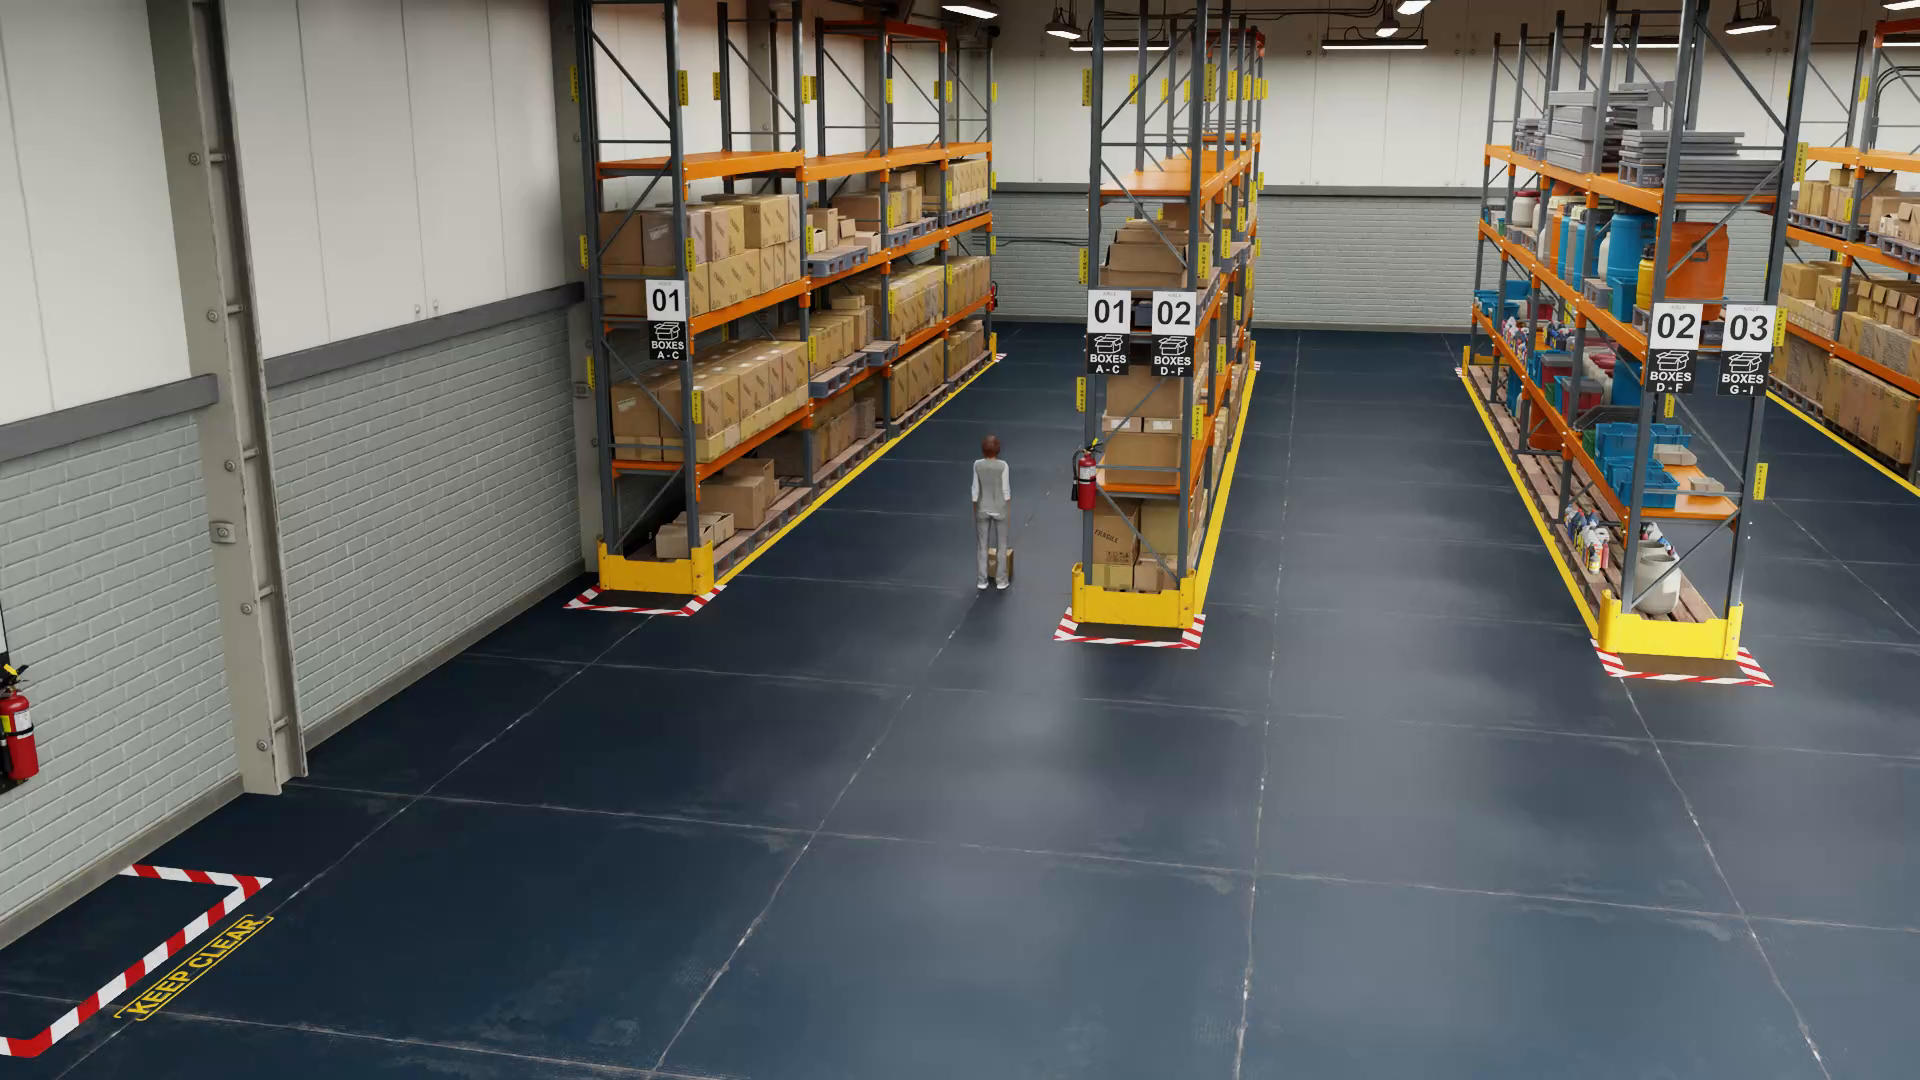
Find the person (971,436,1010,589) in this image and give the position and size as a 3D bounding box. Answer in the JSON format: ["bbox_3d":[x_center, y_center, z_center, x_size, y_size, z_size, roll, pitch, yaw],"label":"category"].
[{"bbox_3d":[0.315,-0.283,17.112,0.407,1.594,0.299,3,15,12],"label":"person"}]
